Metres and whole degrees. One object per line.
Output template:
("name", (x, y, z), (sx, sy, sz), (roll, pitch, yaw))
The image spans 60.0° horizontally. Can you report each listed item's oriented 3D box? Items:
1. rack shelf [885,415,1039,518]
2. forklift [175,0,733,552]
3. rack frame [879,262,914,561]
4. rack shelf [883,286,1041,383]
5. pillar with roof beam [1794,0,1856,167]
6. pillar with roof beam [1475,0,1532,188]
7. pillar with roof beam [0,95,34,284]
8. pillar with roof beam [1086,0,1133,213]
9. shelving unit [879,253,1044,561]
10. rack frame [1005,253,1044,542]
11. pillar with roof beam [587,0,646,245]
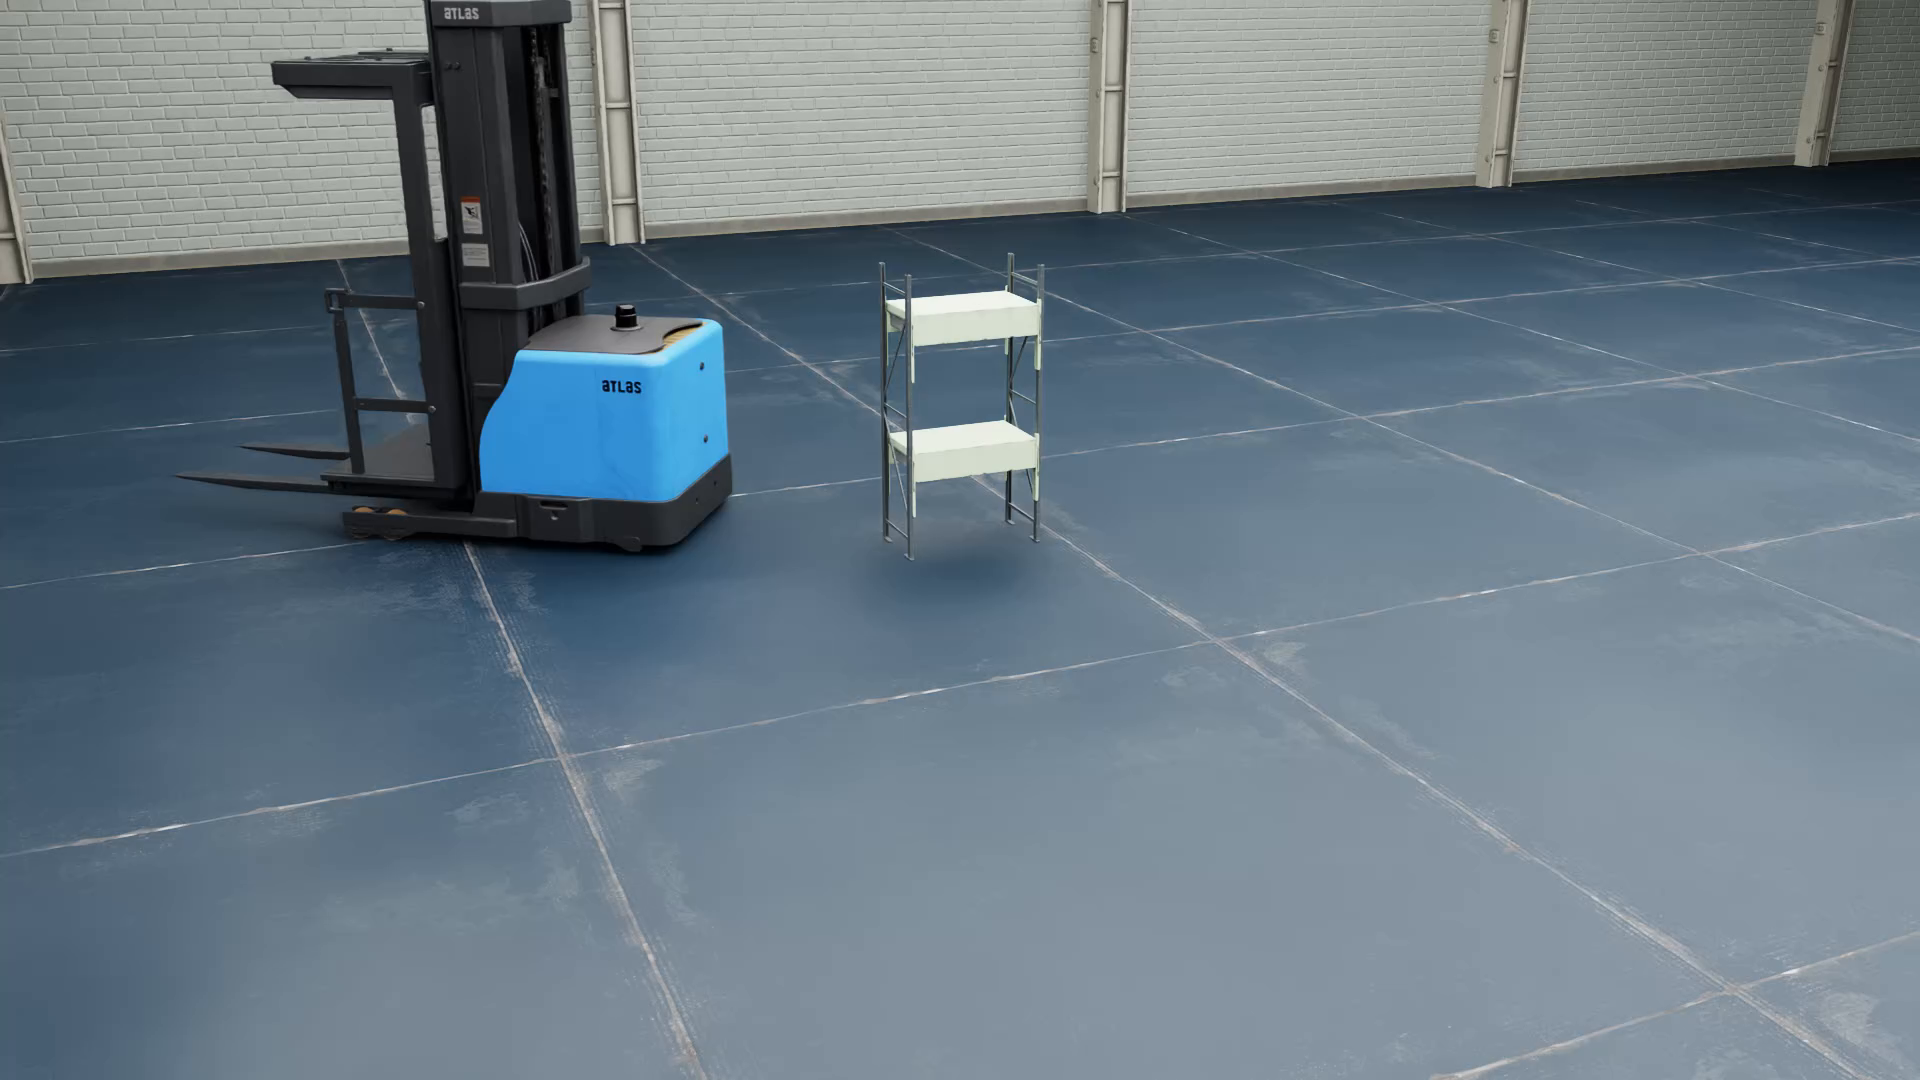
("rack shelf", (0.006, -0.401, 8.884), (0.720, 0.370, 0.431), (-8, 21, -22))
("forklift", (-2.881, -1.546, 8.998), (3.031, 2.935, 1.130), (4, 20, 11))
("rack frame", (-0.330, -0.660, 8.639), (0.023, 1.500, 0.400), (-8, 21, -22))
("rack shelf", (0.006, -1.076, 8.646), (0.720, 0.370, 0.431), (-8, 21, -22))
("pillar with roof beam", (14.532, -8.588, 19.864), (0.400, 9.000, 9.100), (-8, 21, -22))
("pillar with roof beam", (9.023, -7.799, 17.622), (0.400, 9.000, 9.100), (-8, 21, -22))
("pillar with roof beam", (-7.505, -5.431, 10.897), (0.400, 9.000, 9.100), (-8, 21, -22))
("pillar with roof beam", (3.513, -7.010, 15.381), (0.400, 9.000, 9.100), (-8, 21, -22))
("shelving unit", (0.006, -0.708, 8.775), (0.755, 1.500, 0.431), (-8, 21, -22))
("rack frame", (0.342, -0.756, 8.912), (0.023, 1.500, 0.400), (-8, 21, -22))
("pillar with roof beam", (-1.996, -6.220, 13.139), (0.400, 9.000, 9.100), (-8, 21, -22))
